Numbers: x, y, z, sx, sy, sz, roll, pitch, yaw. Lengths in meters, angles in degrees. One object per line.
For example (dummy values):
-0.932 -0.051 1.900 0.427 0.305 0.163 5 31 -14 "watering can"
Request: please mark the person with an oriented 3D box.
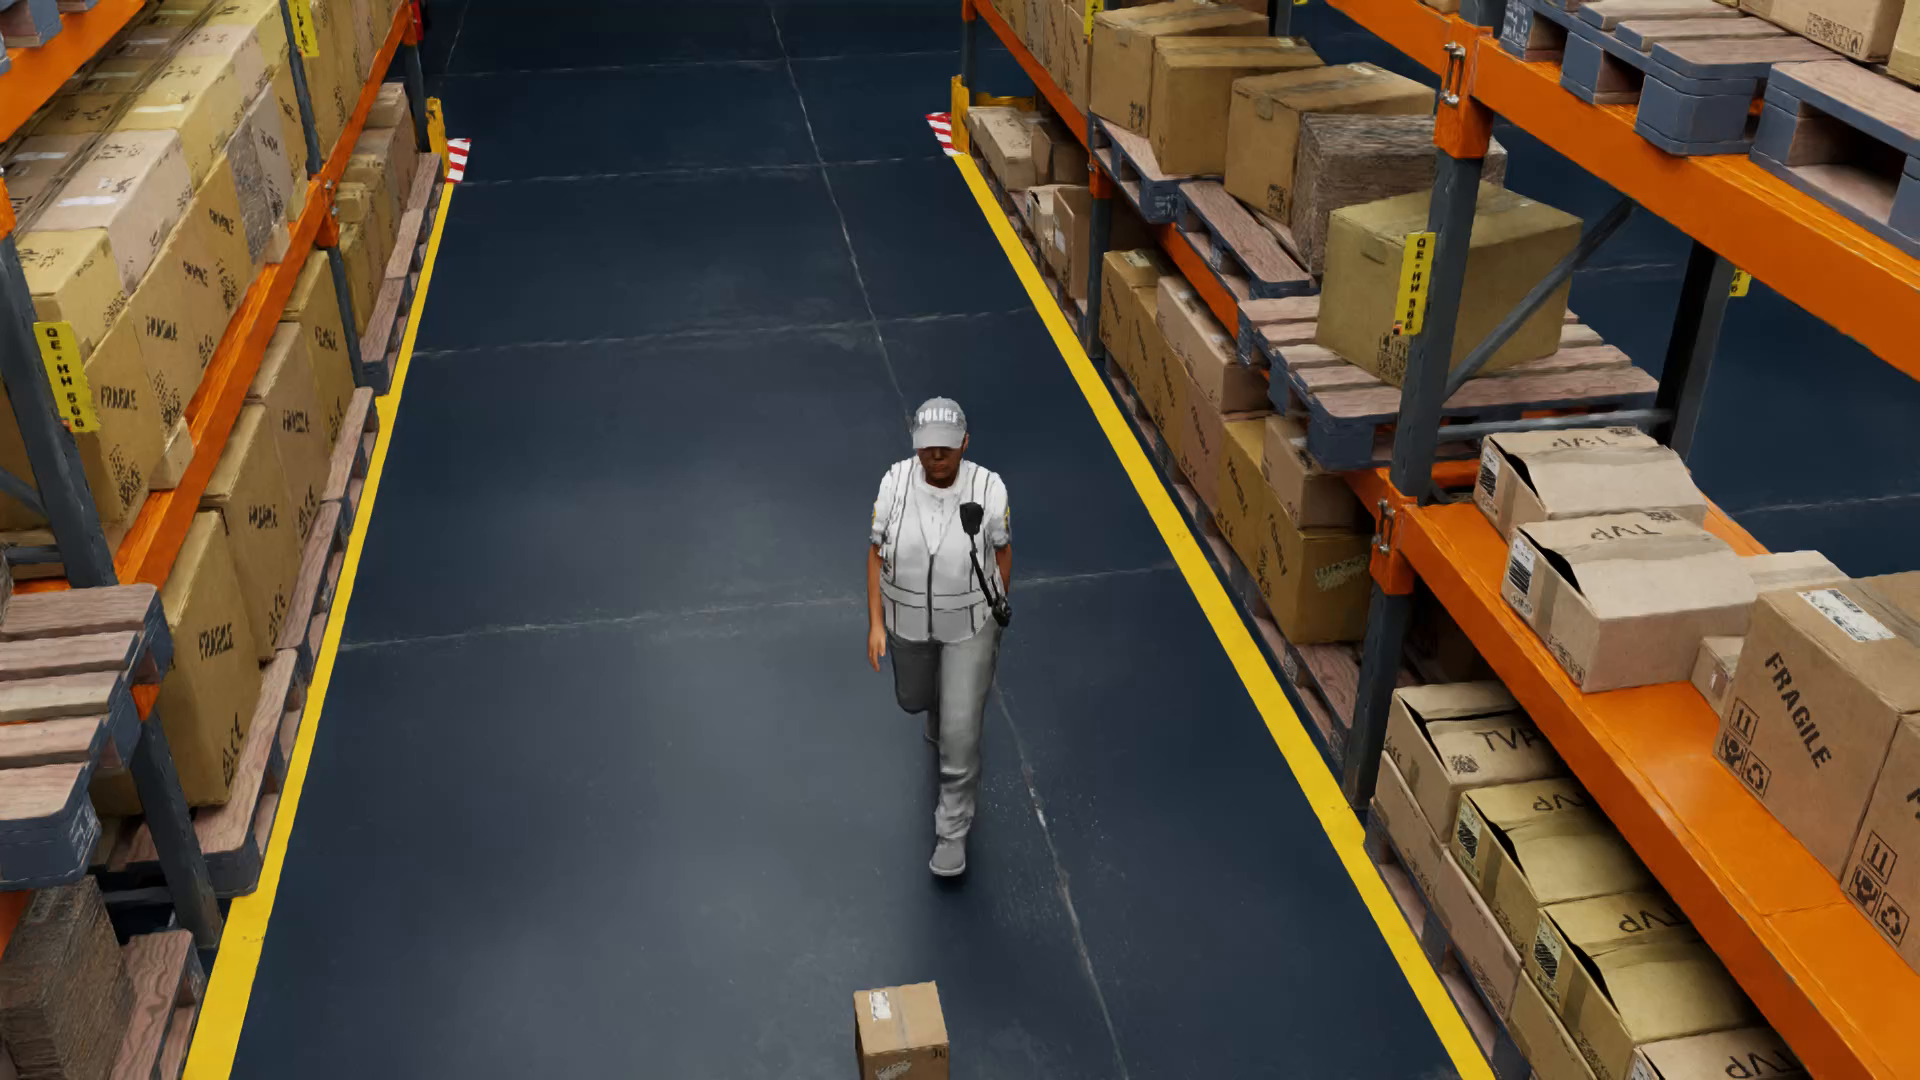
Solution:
-0.064 0.255 5.704 0.491 1.625 0.964 7 32 11 "person"
